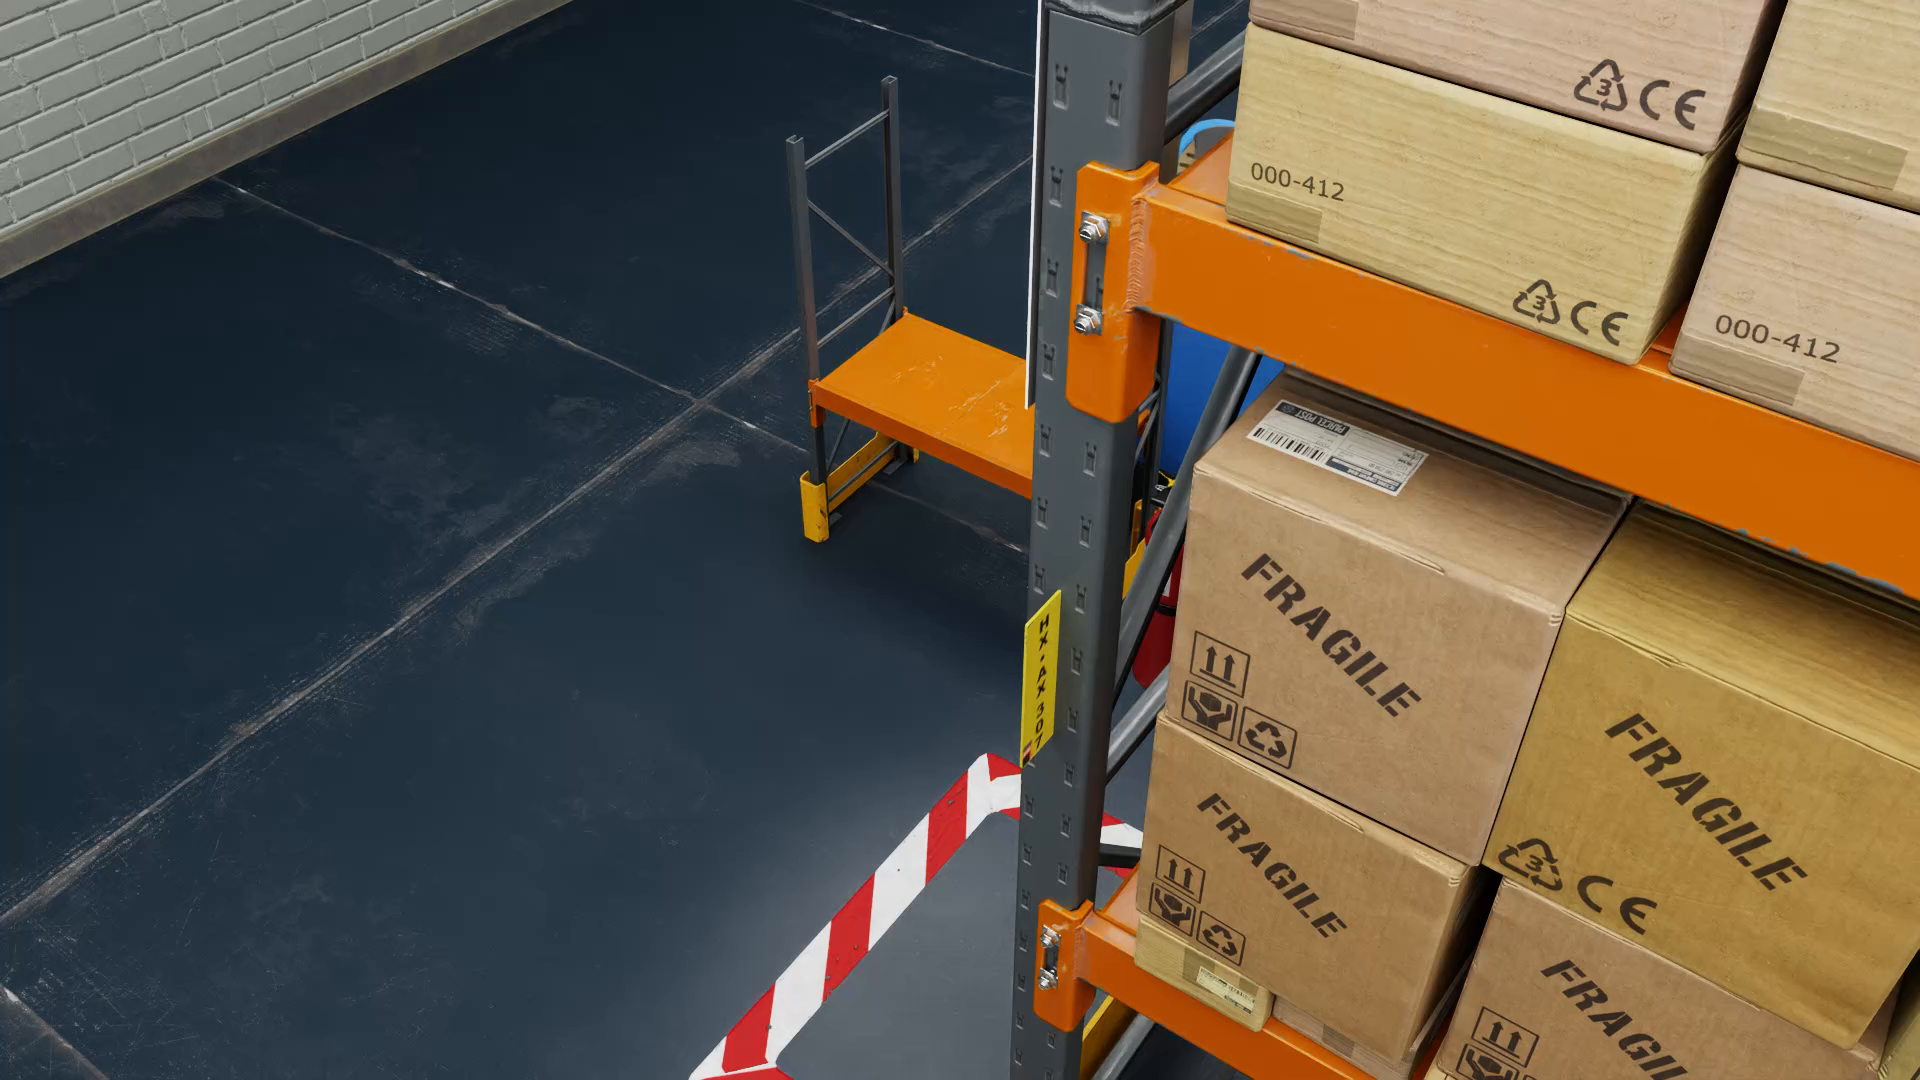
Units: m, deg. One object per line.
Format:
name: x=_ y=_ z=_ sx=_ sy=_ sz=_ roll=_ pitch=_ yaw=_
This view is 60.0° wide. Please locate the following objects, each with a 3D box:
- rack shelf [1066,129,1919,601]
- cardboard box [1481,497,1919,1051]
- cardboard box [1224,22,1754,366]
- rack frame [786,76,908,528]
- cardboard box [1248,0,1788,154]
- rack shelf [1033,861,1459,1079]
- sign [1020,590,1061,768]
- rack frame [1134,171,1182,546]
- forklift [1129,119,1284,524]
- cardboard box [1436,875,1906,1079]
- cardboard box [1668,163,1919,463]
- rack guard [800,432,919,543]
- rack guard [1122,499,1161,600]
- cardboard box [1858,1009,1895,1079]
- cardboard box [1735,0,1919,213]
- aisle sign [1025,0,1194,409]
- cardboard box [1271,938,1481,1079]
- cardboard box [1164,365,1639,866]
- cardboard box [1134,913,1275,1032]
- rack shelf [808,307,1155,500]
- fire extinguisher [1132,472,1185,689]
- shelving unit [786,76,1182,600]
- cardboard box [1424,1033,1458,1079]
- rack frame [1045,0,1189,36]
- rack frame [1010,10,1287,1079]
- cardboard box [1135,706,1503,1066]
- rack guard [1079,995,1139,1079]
rack shelf: x=2.076 y=0.163 z=1.608 sx=4.000 sy=0.370 sz=1.077 roll=25 pitch=48 yaw=25
cardboard box: x=1.070 y=0.233 z=2.192 sx=0.500 sy=0.500 sz=0.500 roll=26 pitch=48 yaw=26
cardboard box: x=0.659 y=-0.503 z=1.926 sx=0.500 sy=0.250 sz=0.500 roll=27 pitch=48 yaw=27
rack frame: x=-0.346 y=-0.721 z=5.431 sx=0.032 sy=1.500 sz=0.500 roll=25 pitch=48 yaw=25
cardboard box: x=0.657 y=-0.687 z=1.757 sx=0.500 sy=0.250 sz=0.500 roll=26 pitch=48 yaw=26
rack shelf: x=2.076 y=1.281 z=2.609 sx=4.000 sy=0.370 sz=1.077 roll=25 pitch=48 yaw=25
sign: x=0.127 y=0.221 z=2.605 sx=0.005 sy=0.325 sz=0.100 roll=25 pitch=48 yaw=25
rack frame: x=0.486 y=-0.332 z=4.996 sx=0.032 sy=1.500 sz=0.500 roll=25 pitch=48 yaw=25
forklift: x=1.919 y=-1.030 z=4.703 sx=3.031 sy=2.935 sz=1.130 roll=20 pitch=46 yaw=21
cardboard box: x=1.100 y=0.613 z=2.518 sx=0.500 sy=0.500 sz=0.500 roll=25 pitch=48 yaw=25
cardboard box: x=1.088 y=-0.299 z=1.698 sx=0.500 sy=0.250 sz=0.500 roll=27 pitch=48 yaw=27
rack guard: x=-0.345 y=-0.255 z=5.847 sx=0.087 sy=0.250 sz=0.587 roll=25 pitch=48 yaw=25
rack guard: x=0.470 y=0.127 z=5.421 sx=0.087 sy=0.250 sz=0.587 roll=25 pitch=48 yaw=25
cardboard box: x=1.494 y=0.807 z=2.300 sx=0.500 sy=0.500 sz=0.500 roll=26 pitch=48 yaw=26
cardboard box: x=1.077 y=-0.492 z=1.538 sx=0.500 sy=0.250 sz=0.500 roll=24 pitch=47 yaw=25
aisle sign: x=0.206 y=-0.586 z=2.206 sx=0.004 sy=0.787 sz=0.394 roll=25 pitch=48 yaw=25
cardboard box: x=0.748 y=0.719 z=2.886 sx=0.250 sy=0.149 sz=0.380 roll=27 pitch=48 yaw=27
cardboard box: x=0.654 y=0.043 z=2.404 sx=0.500 sy=0.500 sz=0.500 roll=25 pitch=47 yaw=25
cardboard box: x=0.515 y=0.644 z=2.970 sx=0.250 sy=0.149 sz=0.380 roll=25 pitch=47 yaw=25
rack shelf: x=0.070 y=-0.392 z=5.333 sx=1.000 sy=0.185 sz=0.538 roll=25 pitch=48 yaw=25
fire extinguisher: x=0.497 y=0.066 z=3.764 sx=0.183 sy=0.674 sz=0.296 roll=25 pitch=48 yaw=25
shelving unit: x=0.062 y=-0.530 z=5.217 sx=1.083 sy=1.500 sz=0.587 roll=25 pitch=48 yaw=25
cardboard box: x=0.937 y=0.851 z=2.738 sx=0.250 sy=0.149 sz=0.380 roll=24 pitch=47 yaw=24
rack frame: x=0.438 y=-1.989 z=1.224 sx=0.127 sy=3.000 sz=1.000 roll=25 pitch=48 yaw=25
rack frame: x=0.438 y=0.247 z=3.224 sx=0.127 sy=3.000 sz=1.000 roll=25 pitch=48 yaw=25
cardboard box: x=0.647 y=0.422 z=2.731 sx=0.500 sy=0.500 sz=0.500 roll=27 pitch=49 yaw=27
rack guard: x=0.501 y=1.208 z=4.025 sx=0.348 sy=0.500 sz=1.175 roll=25 pitch=48 yaw=25
